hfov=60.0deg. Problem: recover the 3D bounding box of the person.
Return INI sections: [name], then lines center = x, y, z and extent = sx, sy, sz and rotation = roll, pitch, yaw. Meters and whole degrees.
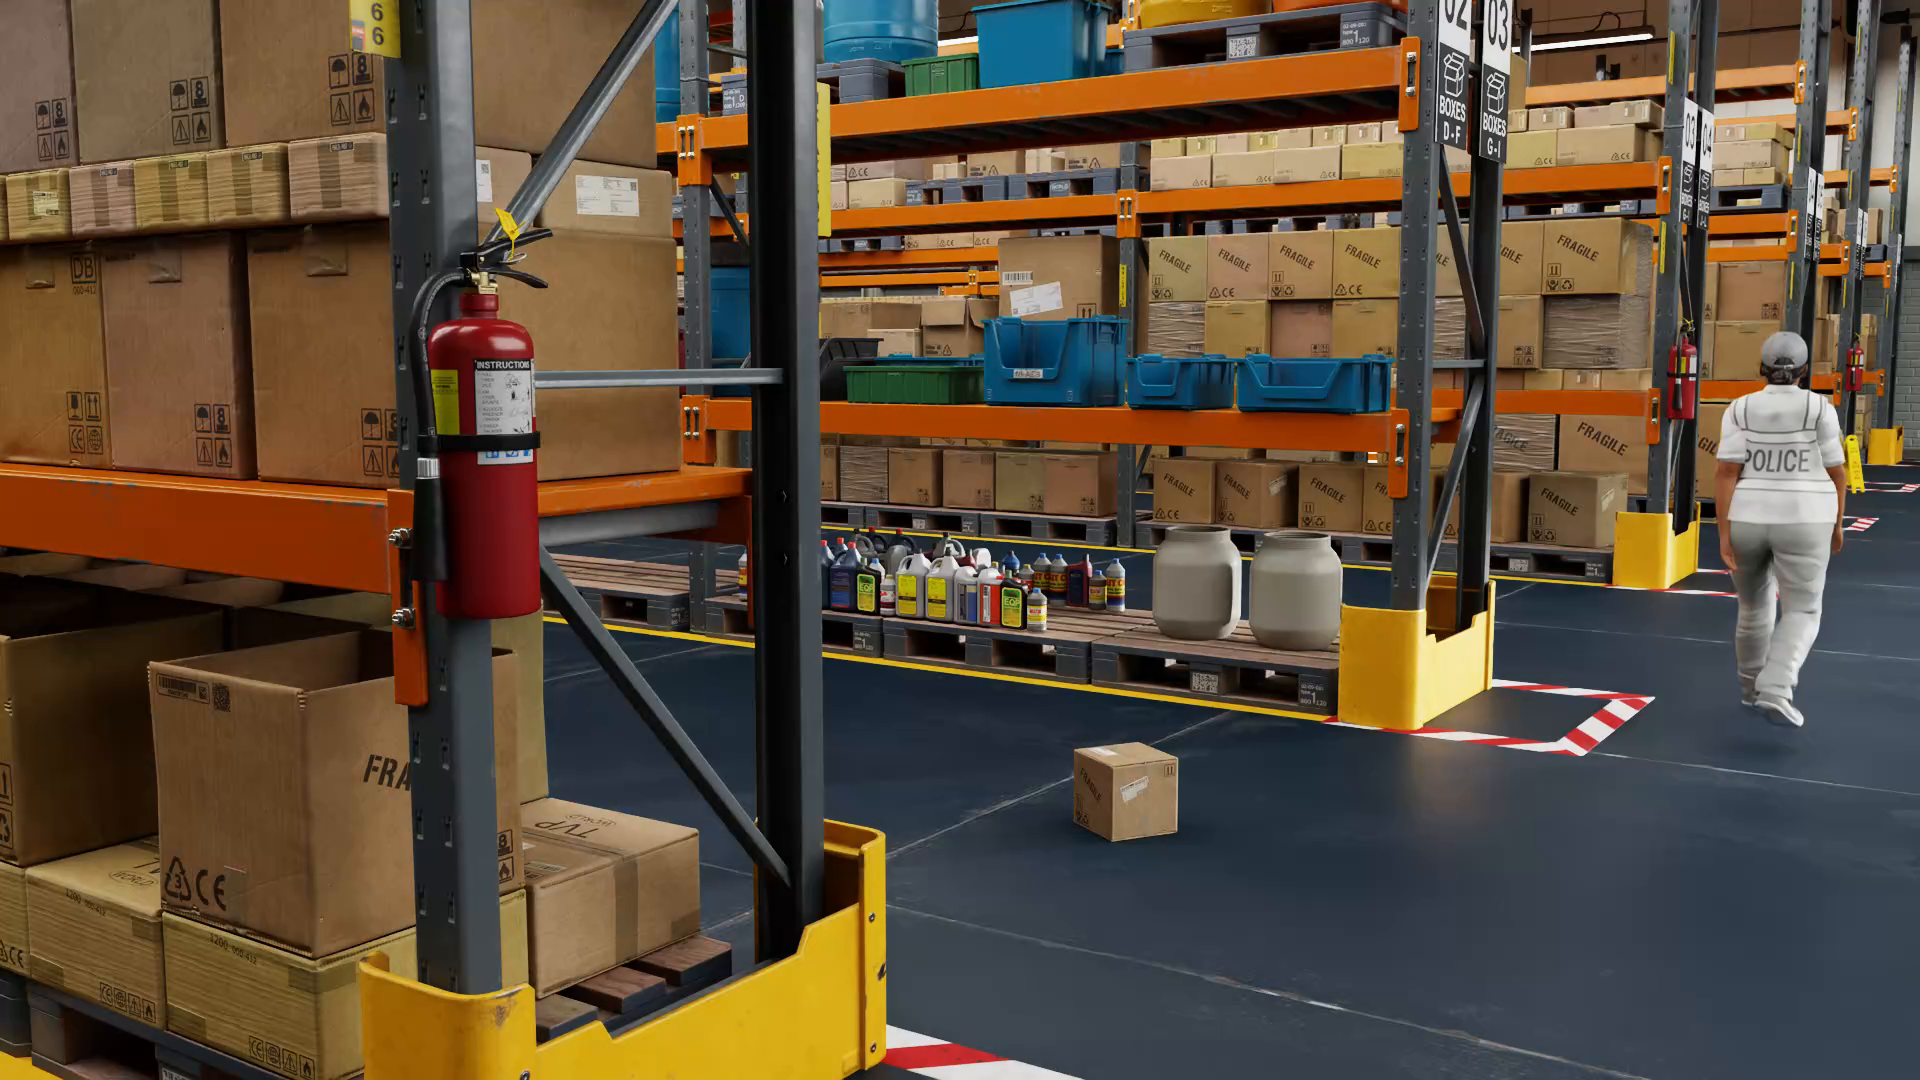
[person]
center = 3.378, -0.050, 6.879
extent = 0.472, 1.614, 0.984
rotation = 5, 8, 40
